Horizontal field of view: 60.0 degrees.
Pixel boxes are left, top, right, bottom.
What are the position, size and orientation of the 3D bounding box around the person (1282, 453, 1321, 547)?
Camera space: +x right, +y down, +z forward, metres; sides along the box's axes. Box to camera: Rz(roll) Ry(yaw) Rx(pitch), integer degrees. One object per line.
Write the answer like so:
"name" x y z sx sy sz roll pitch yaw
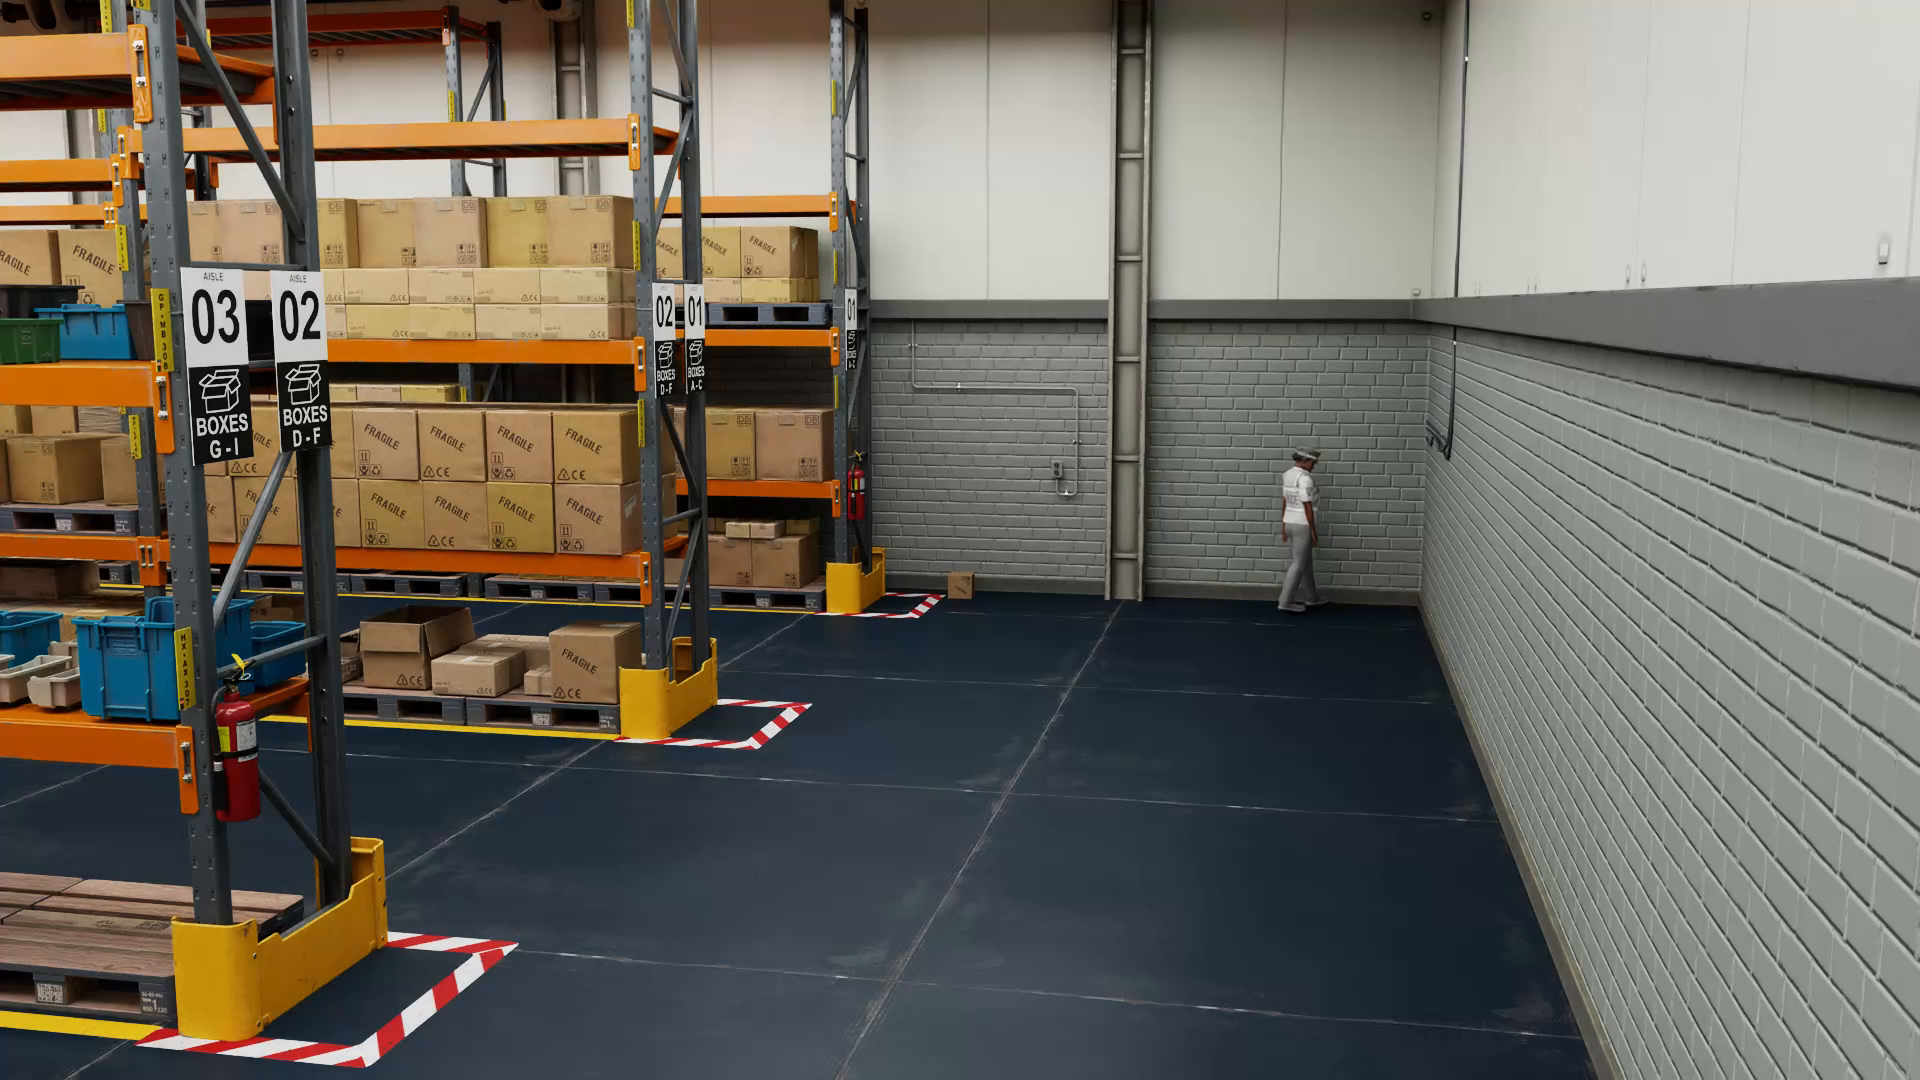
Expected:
"person" 3.401 -0.431 16.525 0.329 0.975 0.496 -3 9 -18
